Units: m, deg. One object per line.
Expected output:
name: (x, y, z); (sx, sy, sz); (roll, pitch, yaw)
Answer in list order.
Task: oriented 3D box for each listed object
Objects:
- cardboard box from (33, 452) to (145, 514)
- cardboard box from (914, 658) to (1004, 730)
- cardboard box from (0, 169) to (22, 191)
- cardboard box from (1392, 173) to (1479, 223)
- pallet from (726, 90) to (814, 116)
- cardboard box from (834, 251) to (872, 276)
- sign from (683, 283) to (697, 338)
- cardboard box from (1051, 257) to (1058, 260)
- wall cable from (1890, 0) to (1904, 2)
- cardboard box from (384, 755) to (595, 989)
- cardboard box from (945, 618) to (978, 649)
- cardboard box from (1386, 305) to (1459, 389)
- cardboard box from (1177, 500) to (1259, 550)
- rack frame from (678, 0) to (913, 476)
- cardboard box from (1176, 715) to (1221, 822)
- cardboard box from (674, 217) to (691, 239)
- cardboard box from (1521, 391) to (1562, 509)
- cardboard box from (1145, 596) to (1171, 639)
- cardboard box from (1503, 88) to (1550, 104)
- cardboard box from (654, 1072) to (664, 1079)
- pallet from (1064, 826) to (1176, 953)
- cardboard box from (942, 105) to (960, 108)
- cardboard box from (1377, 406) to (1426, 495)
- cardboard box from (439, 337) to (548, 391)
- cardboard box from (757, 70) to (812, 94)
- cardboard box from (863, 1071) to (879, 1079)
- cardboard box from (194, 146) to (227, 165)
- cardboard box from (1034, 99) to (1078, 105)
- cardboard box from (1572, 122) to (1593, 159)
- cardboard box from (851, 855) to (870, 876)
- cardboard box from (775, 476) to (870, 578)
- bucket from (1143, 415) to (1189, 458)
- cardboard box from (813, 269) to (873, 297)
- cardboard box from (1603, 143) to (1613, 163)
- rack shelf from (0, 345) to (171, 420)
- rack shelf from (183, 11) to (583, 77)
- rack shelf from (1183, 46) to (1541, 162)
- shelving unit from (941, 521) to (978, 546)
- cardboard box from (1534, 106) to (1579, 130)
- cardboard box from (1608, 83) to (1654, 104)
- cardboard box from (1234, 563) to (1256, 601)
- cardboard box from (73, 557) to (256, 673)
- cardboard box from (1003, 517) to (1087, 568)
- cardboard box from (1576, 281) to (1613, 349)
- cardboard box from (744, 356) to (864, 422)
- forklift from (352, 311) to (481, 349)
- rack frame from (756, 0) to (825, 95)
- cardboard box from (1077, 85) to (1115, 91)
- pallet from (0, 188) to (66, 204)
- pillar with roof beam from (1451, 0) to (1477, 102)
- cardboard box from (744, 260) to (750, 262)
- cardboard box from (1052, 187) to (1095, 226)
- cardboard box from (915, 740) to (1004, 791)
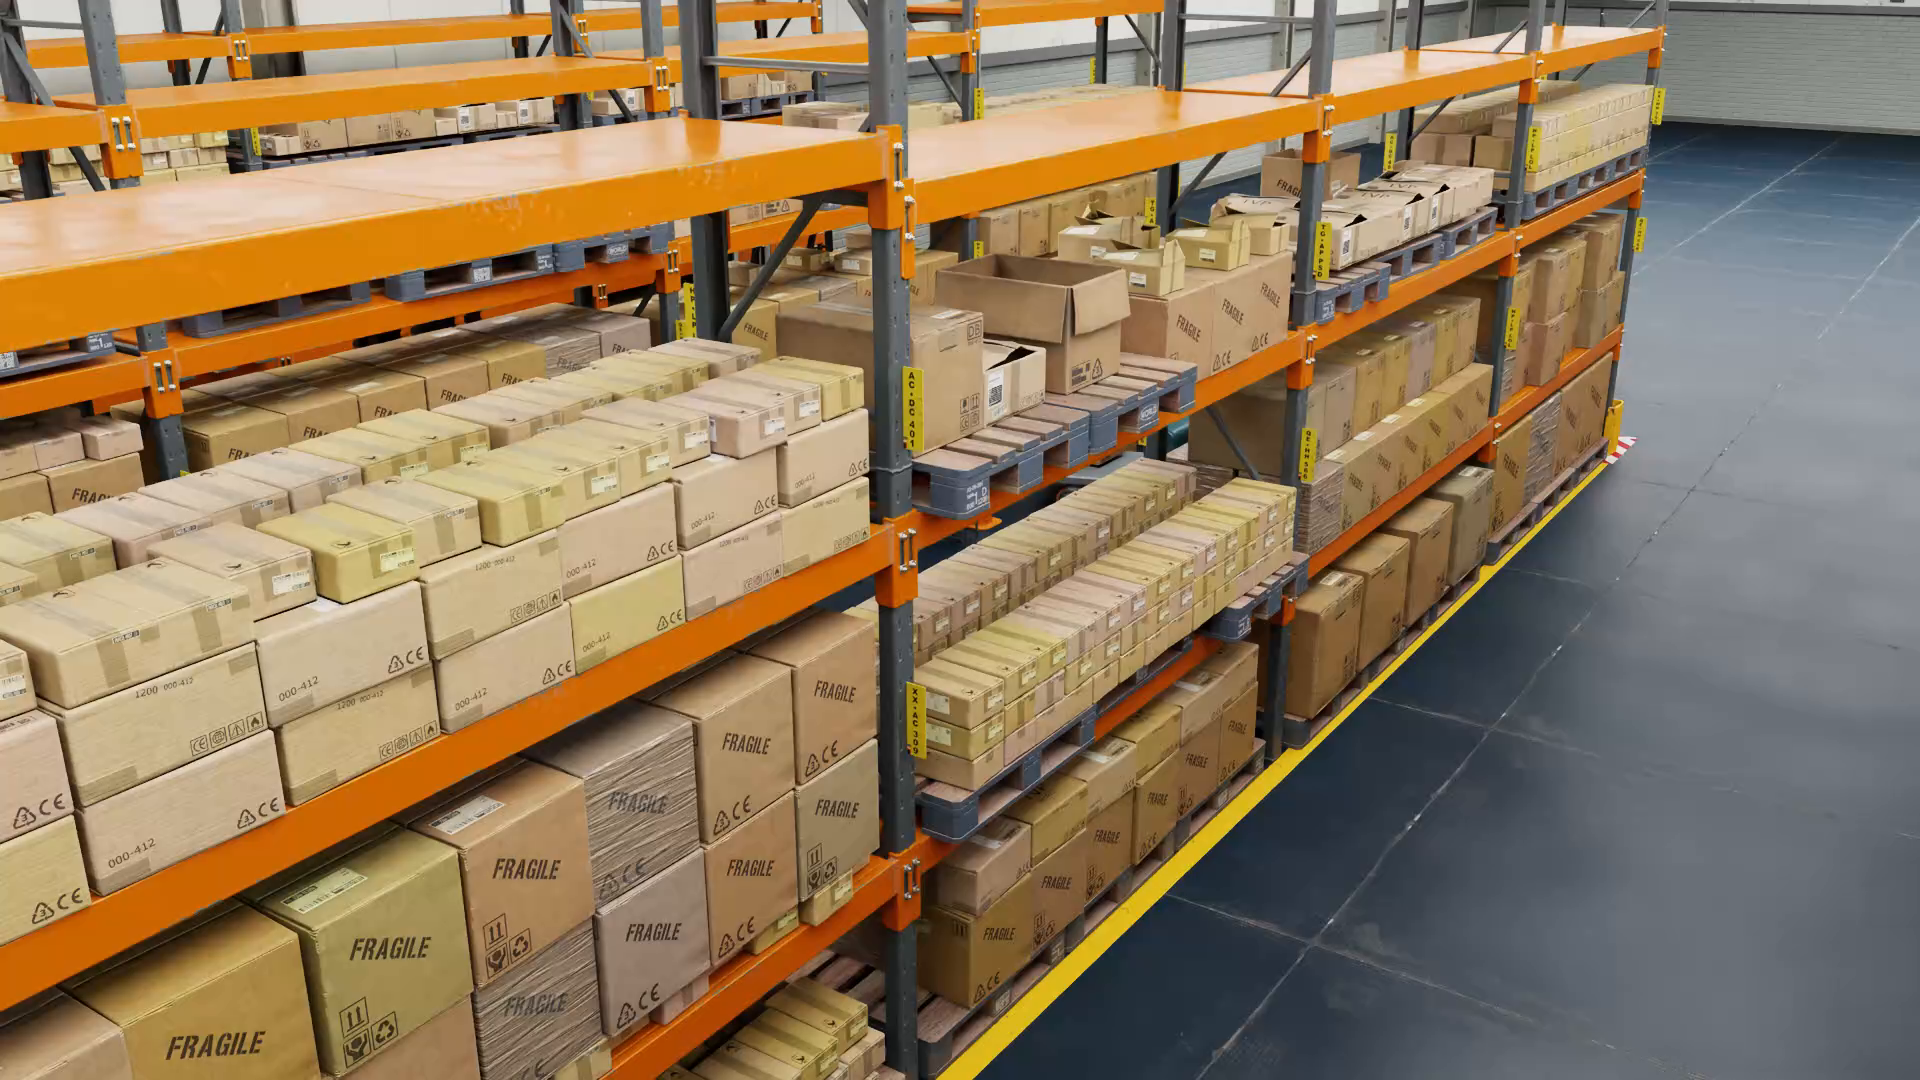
cardboard box: (-4.823, -0.218, 9.093); (0.500, 0.500, 0.500); (13, 24, 31)
cardboard box: (-0.033, 0.663, 7.195); (0.380, 0.149, 0.250); (15, 25, 35)
cardboard box: (-7.553, -2.846, 13.071); (0.380, 0.149, 0.250); (14, 24, 33)
cardboard box: (3.350, -2.434, 11.811); (0.500, 0.250, 0.500); (13, 24, 31)
pallet: (-2.566, -5.469, 20.678); (1.003, 0.211, 1.213); (13, 24, 32)
cardboard box: (-0.873, -2.415, 14.503); (0.380, 0.149, 0.250); (12, 24, 30)
sign: (-1.096, -0.897, 6.876); (0.100, 0.325, 0.005); (13, 24, 32)
cardboard box: (0.797, -1.300, 9.135); (0.500, 0.500, 0.500); (13, 24, 32)
wall cable: (24.172, -16.025, 39.863); (2.305, 6.003, 0.169); (13, 24, 32)
cardboard box: (-1.539, 1.022, 5.311); (0.500, 0.500, 0.500); (12, 24, 30)
cardboard box: (-0.136, 0.448, 8.207); (0.380, 0.149, 0.250); (12, 24, 30)
cardboard box: (3.300, -1.475, 12.491); (0.700, 0.500, 0.500); (13, 24, 31)
cardboard box: (1.427, -0.084, 9.216); (0.380, 0.149, 0.250); (14, 25, 33)
rack frame: (-0.635, -1.769, 6.224); (1.000, 3.000, 0.127); (13, 24, 32)
cardboard box: (1.165, 1.260, 9.679); (0.500, 0.500, 0.500); (14, 25, 34)
cardboard box: (-2.220, -2.386, 12.576); (0.380, 0.149, 0.250); (13, 24, 32)
cardboard box: (4.777, -0.877, 14.918); (0.875, 0.875, 0.875); (13, 24, 32)
cardboard box: (0.844, 0.354, 8.461); (0.380, 0.149, 0.250); (13, 24, 31)
cardboard box: (5.088, -3.980, 14.988); (0.380, 0.149, 0.250); (13, 24, 31)
cardboard box: (-1.433, 2.193, 6.806); (0.380, 0.149, 0.250); (13, 24, 30)
pallet: (0.487, 1.777, 9.303); (1.003, 0.211, 1.213); (13, 24, 32)
cardboard box: (0.012, -4.130, 16.144); (0.380, 0.149, 0.250); (14, 24, 33)
cardboard box: (2.938, -0.660, 11.728); (0.500, 0.500, 0.500); (13, 24, 31)
cardboard box: (-3.178, -1.066, 11.385); (0.500, 0.500, 0.500); (13, 24, 32)
cardboard box: (-2.195, -5.825, 20.618); (0.500, 0.500, 0.500); (14, 25, 34)
cardboard box: (-0.574, 2.364, 7.202); (0.380, 0.149, 0.250); (14, 24, 32)
cardboard box: (-6.645, -3.381, 14.547); (0.380, 0.149, 0.250); (14, 24, 33)
cardboard box: (0.964, -4.339, 16.708); (0.380, 0.149, 0.250); (14, 24, 33)
cardboard box: (4.934, -3.346, 13.849); (0.500, 0.250, 0.500); (13, 24, 31)
cardboard box: (-0.602, 1.290, 6.963); (0.380, 0.149, 0.250); (13, 24, 31)
cardboard box: (-0.688, -0.098, 6.247); (0.500, 0.250, 0.500); (14, 24, 33)
bucket: (2.032, -0.917, 15.095); (0.620, 0.611, 0.726); (-24, 30, -29)
cardboard box: (-0.931, -2.104, 14.598); (0.500, 0.500, 0.500); (14, 25, 34)
cardboard box: (5.489, -3.405, 14.584); (0.380, 0.149, 0.250); (13, 24, 32)
rack shelf: (-5.910, -0.387, 7.849); (1.077, 0.370, 4.000); (13, 24, 32)
rack shelf: (-5.520, -4.869, 16.217); (1.077, 0.370, 4.000); (13, 24, 32)
rack shelf: (2.738, -2.966, 11.072); (1.077, 0.370, 4.000); (13, 24, 32)
shelving unit: (-0.005, -0.420, 14.250); (0.258, 0.900, 0.210); (13, 24, 32)
cardboard box: (4.775, -3.415, 13.459); (0.380, 0.149, 0.250); (13, 24, 31)
cardboard box: (6.202, -4.142, 15.427); (0.380, 0.149, 0.250); (14, 24, 32)
cardboard box: (1.431, 0.194, 9.321); (0.380, 0.149, 0.250); (14, 24, 33)
cardboard box: (-2.005, 0.183, 4.191); (0.380, 0.149, 0.250); (14, 24, 33)
cardboard box: (0.456, 0.011, 8.958); (0.380, 0.149, 0.250); (14, 25, 33)
cardboard box: (5.648, -2.191, 15.797); (0.875, 0.550, 0.550); (13, 24, 32)
cardboard box: (-0.585, -0.570, 6.227); (0.380, 0.149, 0.250); (12, 23, 29)
forklift: (-4.087, -1.290, 13.675); (1.130, 2.935, 3.031); (13, 24, 31)
rack frame: (-2.147, -7.115, 20.677); (1.000, 3.000, 0.127); (13, 24, 32)
cardboard box: (1.463, -4.860, 18.117); (0.380, 0.149, 0.250); (13, 24, 32)
pallet: (-7.888, -2.649, 13.197); (1.213, 0.211, 1.003); (13, 24, 32)
pillar with roof beam: (17.141, -14.859, 41.613); (9.100, 9.000, 0.400); (13, 24, 32)
cardboard box: (-2.852, -3.433, 21.286); (0.500, 0.250, 0.500); (13, 24, 32)
cardboard box: (0.966, -3.375, 17.198); (0.700, 0.500, 0.500); (13, 24, 31)
cardboard box: (-0.033, 0.942, 7.298); (0.380, 0.149, 0.250); (12, 23, 29)
